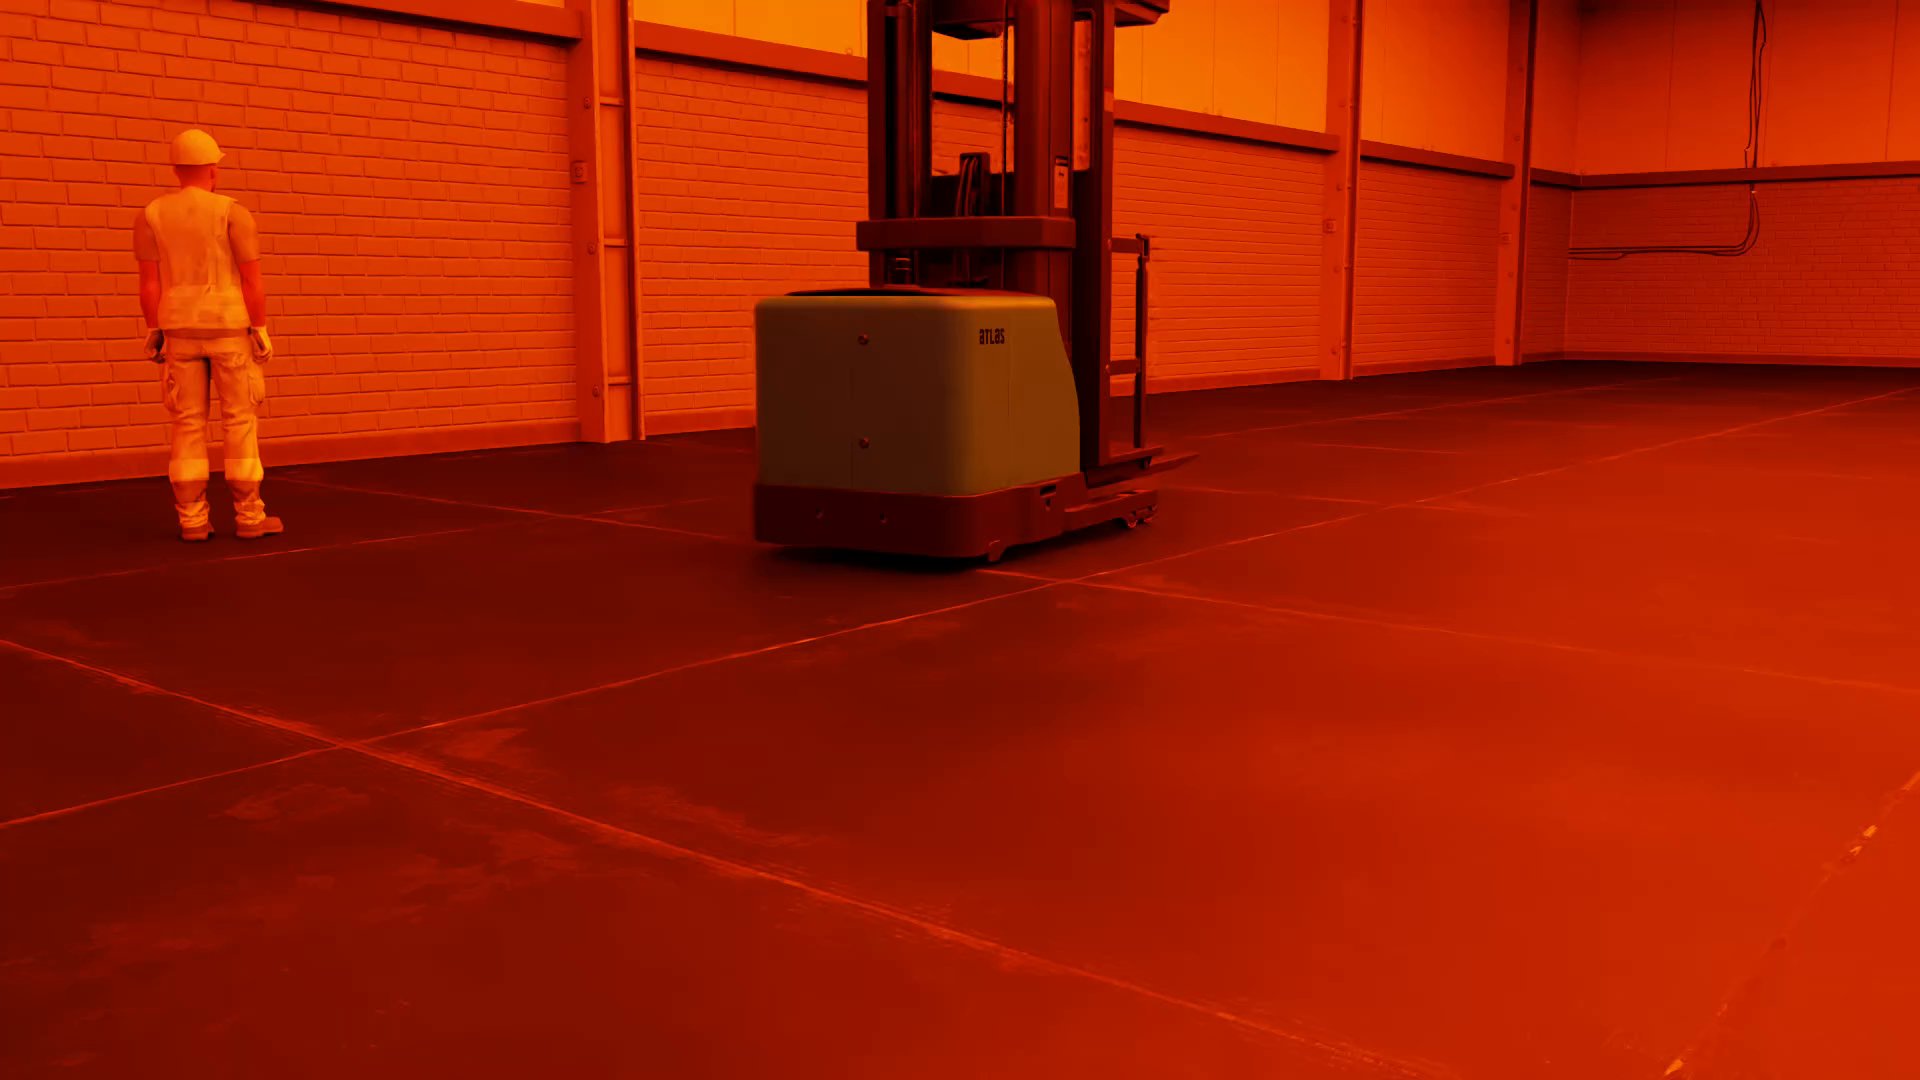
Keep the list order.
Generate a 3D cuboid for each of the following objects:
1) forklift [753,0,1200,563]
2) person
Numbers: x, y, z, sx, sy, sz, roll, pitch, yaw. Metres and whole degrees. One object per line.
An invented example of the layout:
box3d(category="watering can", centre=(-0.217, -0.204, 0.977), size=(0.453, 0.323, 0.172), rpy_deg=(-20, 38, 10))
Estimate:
box3d(category="forklift", centre=(0.293, -1.533, 7.757), size=(1.130, 2.935, 3.031), rpy_deg=(5, 9, 28))
box3d(category="person", centre=(-3.334, -0.903, 7.388), size=(0.546, 1.795, 0.352), rpy_deg=(-1, 8, -8))
